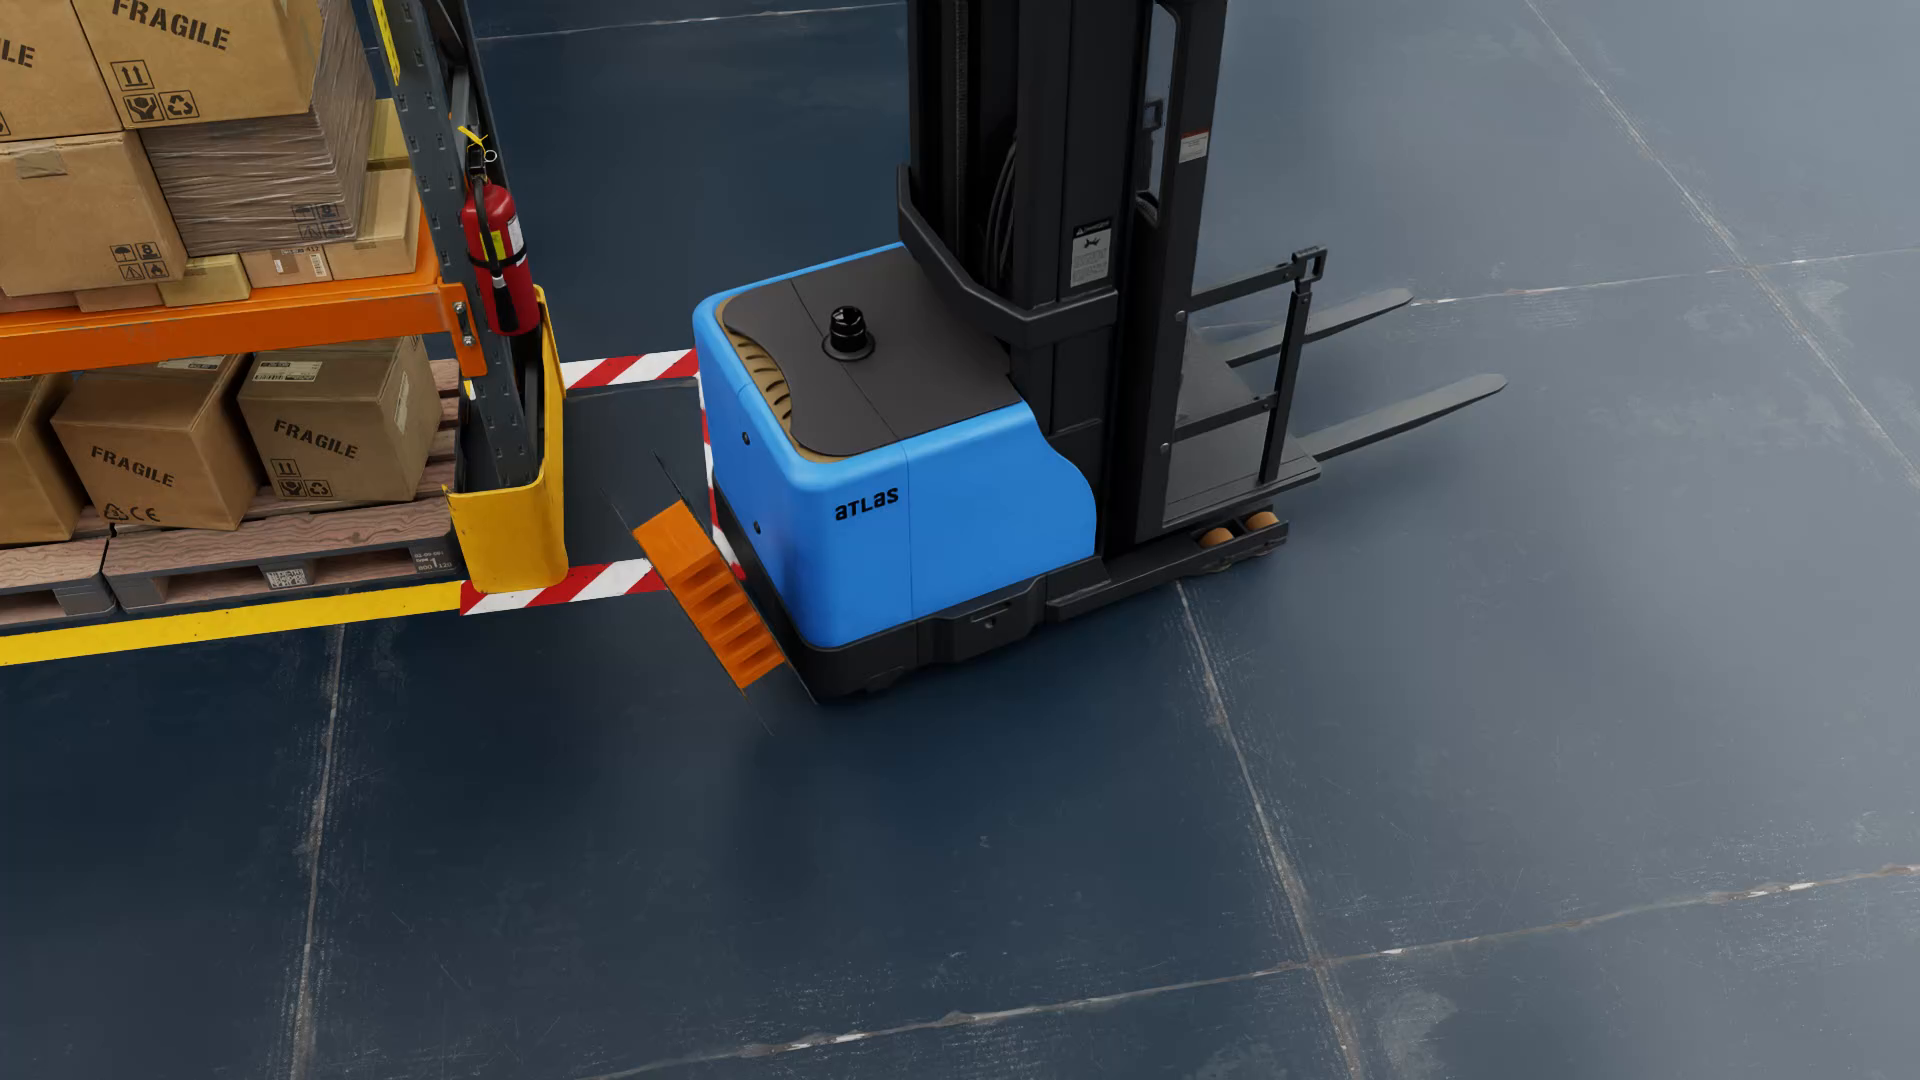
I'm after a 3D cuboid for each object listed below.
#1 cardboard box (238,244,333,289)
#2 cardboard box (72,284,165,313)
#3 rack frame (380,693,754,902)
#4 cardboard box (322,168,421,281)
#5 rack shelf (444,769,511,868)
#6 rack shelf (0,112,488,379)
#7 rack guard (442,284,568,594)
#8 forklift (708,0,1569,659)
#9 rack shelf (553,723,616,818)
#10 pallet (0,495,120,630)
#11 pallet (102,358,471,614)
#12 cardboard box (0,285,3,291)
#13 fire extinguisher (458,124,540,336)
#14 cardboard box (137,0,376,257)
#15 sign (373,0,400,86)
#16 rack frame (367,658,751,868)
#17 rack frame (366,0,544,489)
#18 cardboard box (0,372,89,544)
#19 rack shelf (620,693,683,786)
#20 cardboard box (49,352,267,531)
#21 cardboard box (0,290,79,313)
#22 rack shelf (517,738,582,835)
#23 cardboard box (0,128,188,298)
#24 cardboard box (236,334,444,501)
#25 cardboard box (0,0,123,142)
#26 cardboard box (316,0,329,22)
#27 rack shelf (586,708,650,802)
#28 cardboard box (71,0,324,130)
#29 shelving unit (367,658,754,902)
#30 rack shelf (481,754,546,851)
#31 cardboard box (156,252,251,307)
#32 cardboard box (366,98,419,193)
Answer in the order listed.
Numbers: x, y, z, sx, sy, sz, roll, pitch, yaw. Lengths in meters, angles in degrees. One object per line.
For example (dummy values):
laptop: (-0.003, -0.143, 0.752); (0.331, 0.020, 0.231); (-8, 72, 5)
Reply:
cardboard box: (-2.123, -0.982, 5.287); (0.250, 0.149, 0.380); (-7, 46, -7)
cardboard box: (-2.609, -0.895, 5.204); (0.250, 0.149, 0.380); (-7, 46, -7)
rack frame: (-1.260, 0.818, 5.414); (1.200, 0.006, 0.240); (-23, 50, -24)
cardboard box: (-1.876, -1.012, 5.317); (0.250, 0.149, 0.380); (-7, 46, -7)
rack shelf: (-1.521, 0.868, 5.221); (0.103, 0.180, 0.258); (-23, 50, -24)
rack shelf: (-3.601, -0.786, 5.423); (4.000, 0.370, 1.077); (-7, 46, -7)
rack guard: (-1.706, -0.404, 6.292); (0.348, 0.500, 1.175); (-7, 46, -7)
forklift: (0.682, -1.087, 5.262); (3.031, 2.935, 1.130); (-6, 46, -6)
rack shelf: (-1.220, 0.737, 5.368); (0.103, 0.180, 0.258); (-23, 50, -24)
pallet: (-3.712, -0.082, 6.182); (1.213, 0.211, 1.003); (-7, 46, -7)
pallet: (-2.512, -0.229, 6.324); (1.213, 0.211, 1.003); (-7, 46, -7)
cardboard box: (-3.150, -1.193, 5.041); (0.500, 0.500, 0.875); (-7, 46, -7)
fire extinguisher: (-1.439, -0.941, 5.127); (0.183, 0.674, 0.296); (-7, 46, -7)
cardboard box: (-2.177, -1.371, 5.212); (0.500, 0.500, 0.875); (-7, 46, -7)
sign: (-1.556, -1.396, 4.488); (0.005, 0.325, 0.100); (-7, 46, -7)
rack frame: (-1.254, 0.688, 5.286); (1.200, 0.006, 0.240); (-23, 50, -24)
rack frame: (-1.631, -1.281, 5.401); (0.127, 3.000, 1.000); (-7, 46, -7)
cardboard box: (-3.452, -0.333, 5.932); (0.500, 0.500, 0.500); (-3, 46, -3)
rack shelf: (-1.019, 0.650, 5.466); (0.103, 0.180, 0.258); (-23, 50, -24)
cardboard box: (-2.832, -0.397, 5.993); (0.500, 0.500, 0.500); (4, 46, 4)
cardboard box: (-2.863, -0.894, 5.202); (0.250, 0.149, 0.380); (-7, 46, -7)
rack shelf: (-1.320, 0.781, 5.319); (0.103, 0.180, 0.258); (-23, 50, -24)
cardboard box: (-2.650, -1.224, 5.070); (0.500, 0.500, 0.875); (-7, 46, -7)
cardboard box: (-2.249, -0.494, 6.088); (0.500, 0.500, 0.500); (1, 46, 1)
cardboard box: (-2.622, -1.457, 4.601); (0.500, 0.500, 0.500); (-7, 46, -7)
cardboard box: (-2.219, -1.891, 5.019); (0.500, 0.500, 0.500); (-7, 46, -7)
rack shelf: (-1.119, 0.694, 5.417); (0.103, 0.180, 0.258); (-23, 50, -24)
cardboard box: (-2.131, -1.523, 4.664); (0.500, 0.500, 0.500); (-7, 46, -7)
shelving unit: (-1.257, 0.753, 5.350); (1.200, 0.189, 0.258); (-23, 50, -24)
rack shelf: (-1.421, 0.824, 5.270); (0.103, 0.180, 0.258); (-23, 50, -24)
cardboard box: (-2.360, -0.915, 5.223); (0.250, 0.149, 0.380); (-7, 46, -7)
cardboard box: (-1.952, -1.328, 5.621); (0.250, 0.149, 0.380); (-7, 46, -7)
